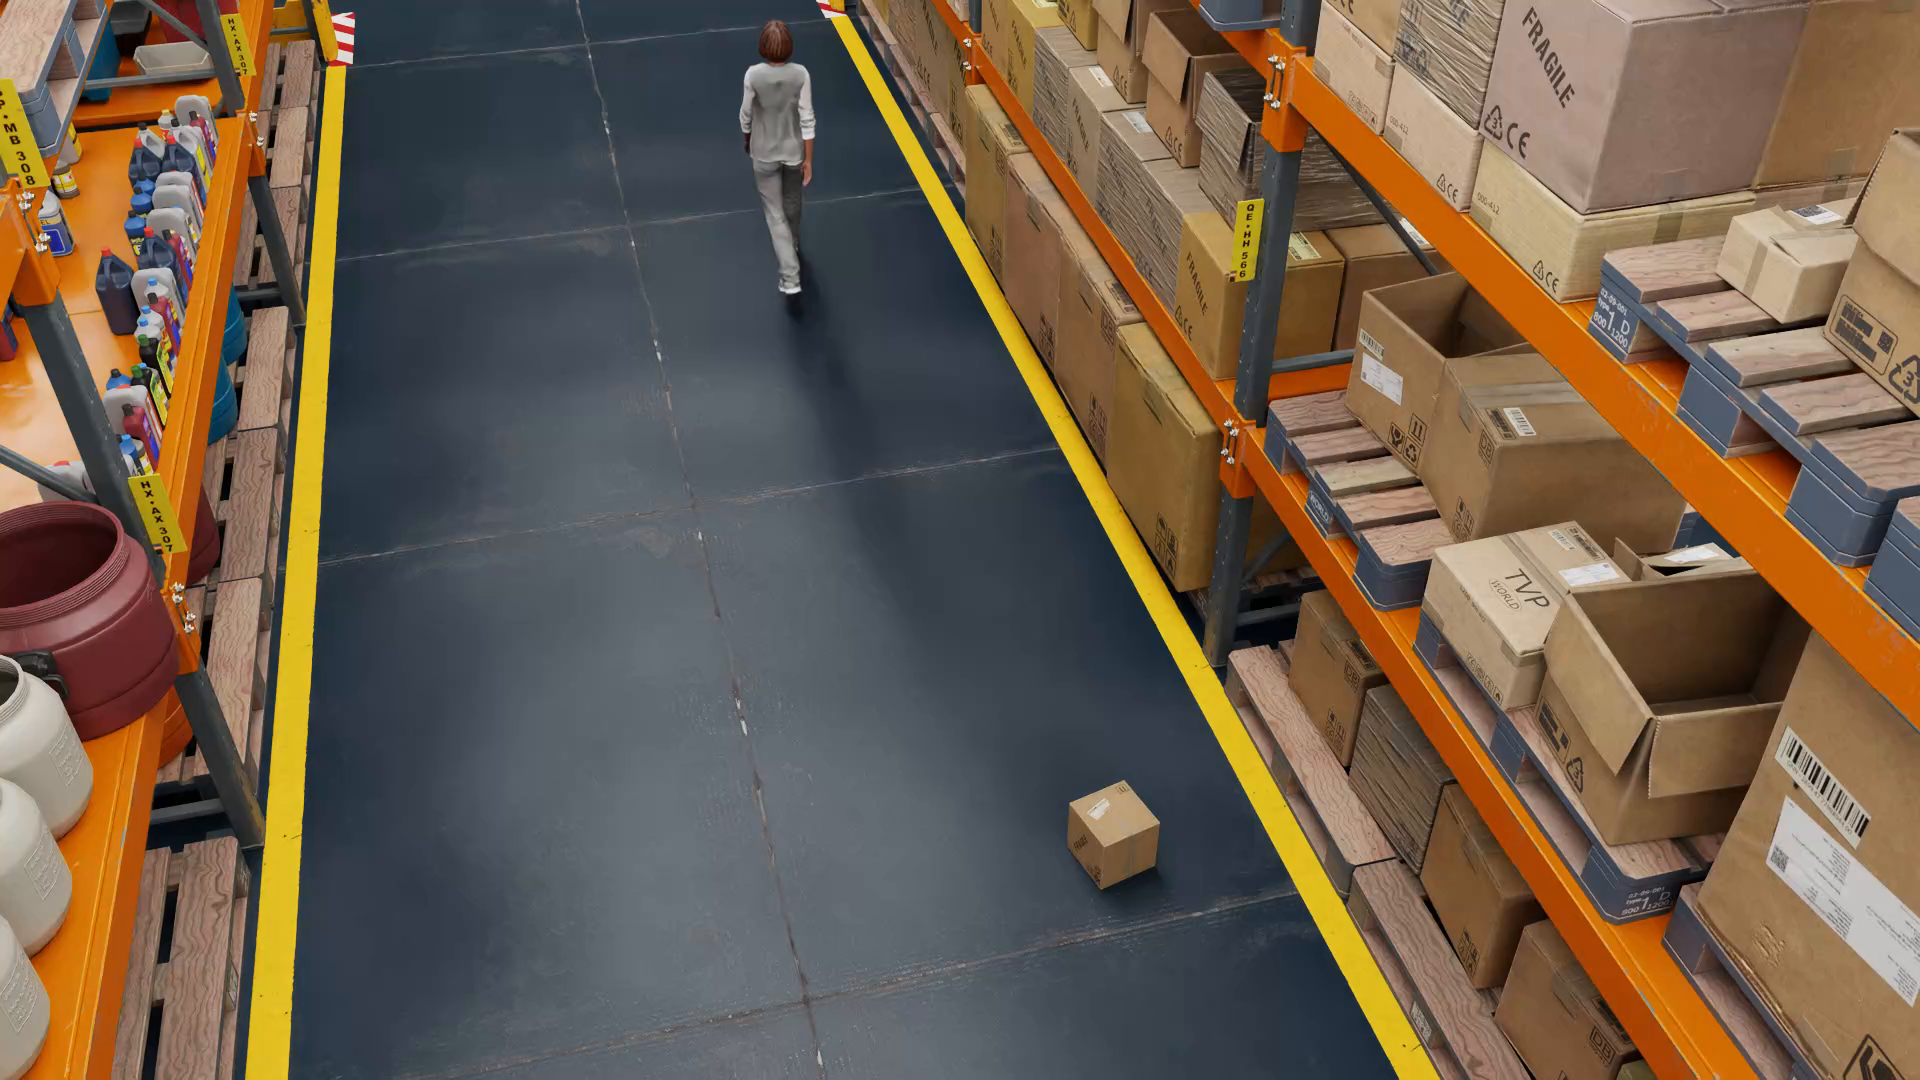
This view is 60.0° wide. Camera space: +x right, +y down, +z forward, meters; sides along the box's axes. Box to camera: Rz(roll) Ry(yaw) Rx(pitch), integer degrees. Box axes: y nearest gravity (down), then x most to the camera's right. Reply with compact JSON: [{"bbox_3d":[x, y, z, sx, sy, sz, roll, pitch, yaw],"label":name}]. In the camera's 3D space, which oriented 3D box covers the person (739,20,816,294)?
[{"bbox_3d":[-1.032,-2.216,9.480,0.403,1.544,0.933,-10,40,-12],"label":"person"}]
